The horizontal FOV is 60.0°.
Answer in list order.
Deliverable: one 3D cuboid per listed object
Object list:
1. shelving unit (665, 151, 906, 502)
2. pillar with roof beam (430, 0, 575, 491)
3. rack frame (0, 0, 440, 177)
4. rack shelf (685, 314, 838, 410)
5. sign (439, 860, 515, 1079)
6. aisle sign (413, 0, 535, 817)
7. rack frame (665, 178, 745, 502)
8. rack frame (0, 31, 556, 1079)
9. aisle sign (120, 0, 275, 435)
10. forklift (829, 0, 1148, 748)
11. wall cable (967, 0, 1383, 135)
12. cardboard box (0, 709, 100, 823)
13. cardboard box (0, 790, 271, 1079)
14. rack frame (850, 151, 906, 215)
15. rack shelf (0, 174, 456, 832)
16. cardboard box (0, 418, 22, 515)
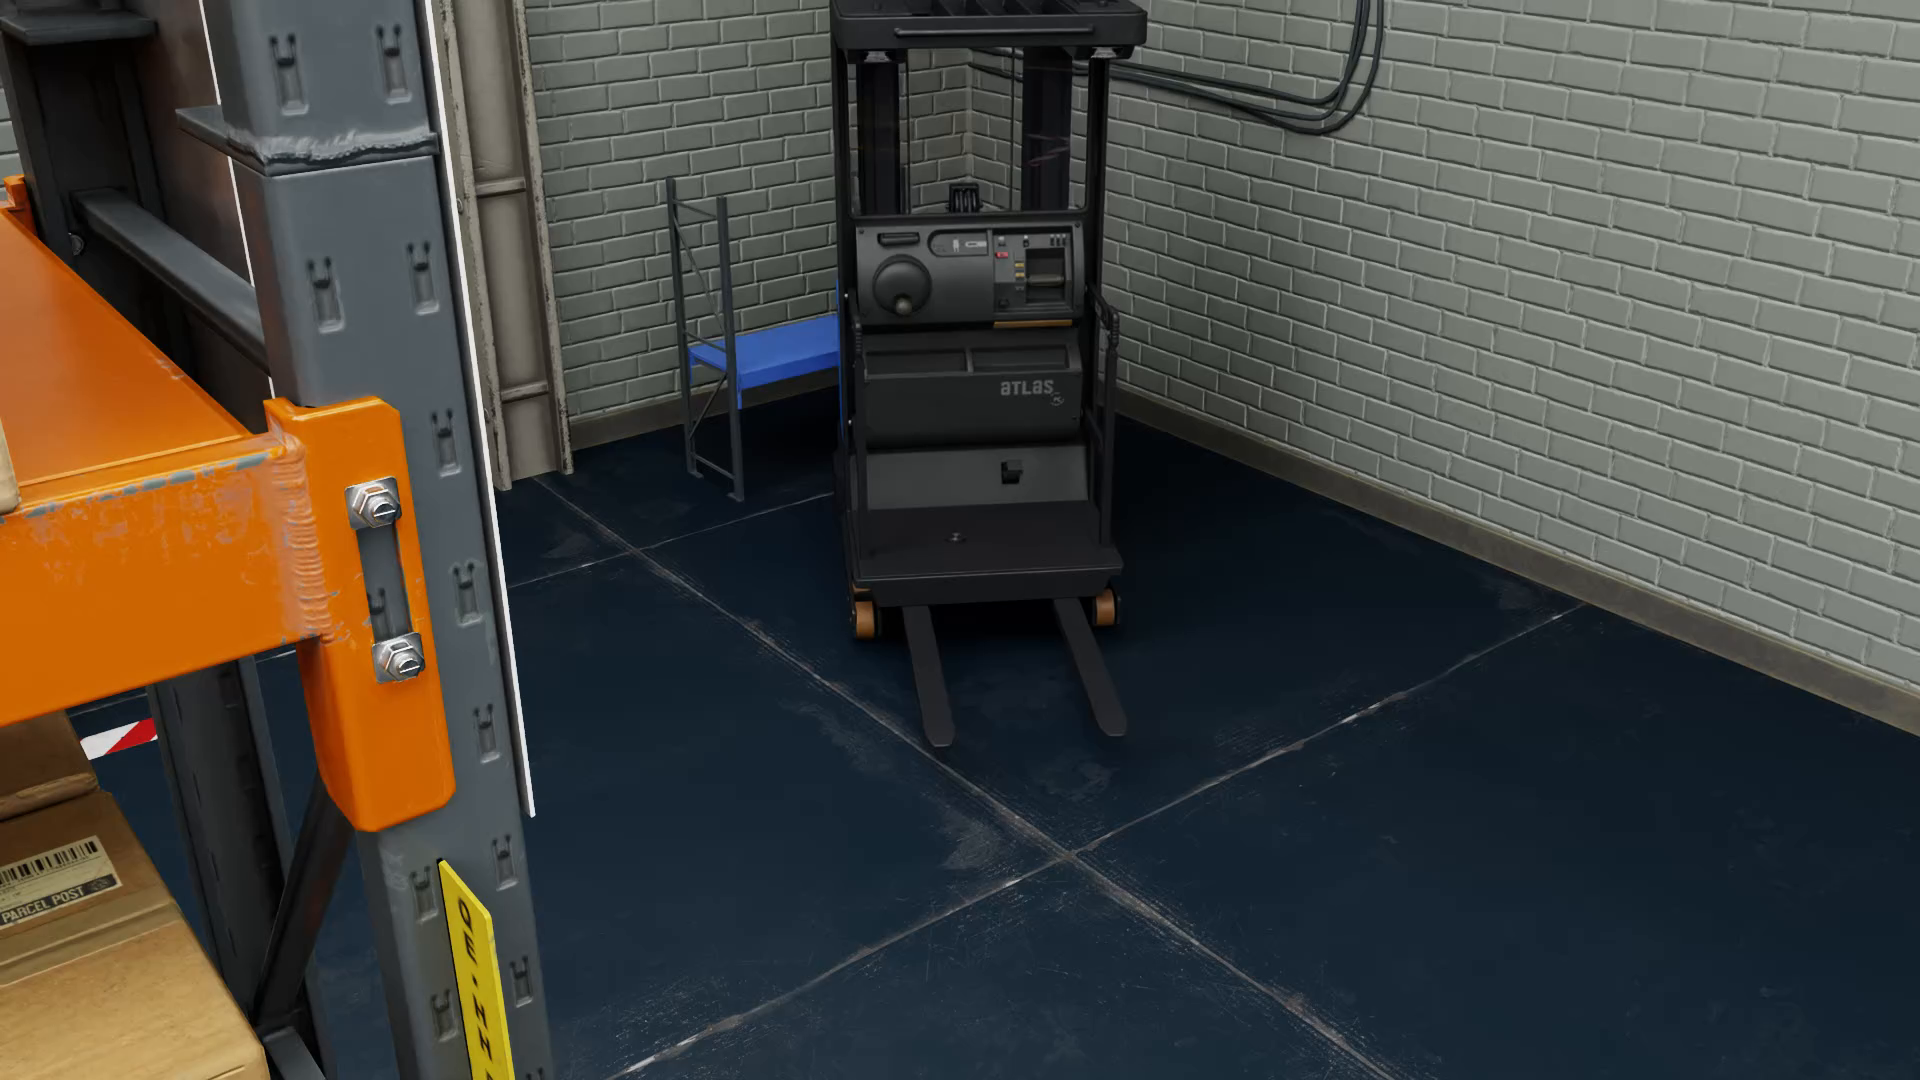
[{"bbox_3d":[-0.831,-1.086,8.309,1.048,1.500,0.538,-19,31,-35],"label":"shelving unit"},{"bbox_3d":[0.439,-3.001,3.527,0.400,9.000,9.100,-18,31,-34],"label":"pillar with roof beam"},{"bbox_3d":[-0.749,-1.799,0.937,0.127,3.000,1.000,-18,31,-34],"label":"rack frame"},{"bbox_3d":[-0.831,-0.923,8.385,1.000,0.185,0.538,-19,31,-35],"label":"rack shelf"},{"bbox_3d":[-0.422,0.443,1.482,0.005,0.325,0.100,-18,31,-34],"label":"sign"},{"bbox_3d":[-0.506,-0.173,1.472,0.004,0.787,0.394,-18,31,-34],"label":"aisle sign"},{"bbox_3d":[-1.226,-0.952,8.019,0.032,1.500,0.500,-19,31,-35],"label":"rack frame"},{"bbox_3d":[-0.749,0.922,2.200,0.127,3.000,1.000,-18,31,-34],"label":"rack frame"},{"bbox_3d":[-0.876,-0.372,1.900,0.004,0.787,0.394,-18,31,-34],"label":"aisle sign"},{"bbox_3d":[0.070,-1.069,6.572,1.130,2.935,3.031,-3,25,-6],"label":"forklift"},{"bbox_3d":[0.863,-3.381,8.035,0.112,2.526,3.097,-18,31,-34],"label":"wall cable"},{"bbox_3d":[-1.260,0.451,1.908,0.500,0.500,0.500,-17,30,-33],"label":"cardboard box"},{"bbox_3d":[-0.929,0.630,1.523,0.500,0.500,0.500,-19,31,-34],"label":"cardboard box"},{"bbox_3d":[-0.436,-1.221,8.599,0.032,1.500,0.500,-19,31,-35],"label":"rack frame"},{"bbox_3d":[-2.322,0.407,0.600,4.000,0.370,1.077,-18,31,-34],"label":"rack shelf"},{"bbox_3d":[-0.990,-0.150,1.124,0.500,0.250,0.500,-18,31,-34],"label":"cardboard box"}]
